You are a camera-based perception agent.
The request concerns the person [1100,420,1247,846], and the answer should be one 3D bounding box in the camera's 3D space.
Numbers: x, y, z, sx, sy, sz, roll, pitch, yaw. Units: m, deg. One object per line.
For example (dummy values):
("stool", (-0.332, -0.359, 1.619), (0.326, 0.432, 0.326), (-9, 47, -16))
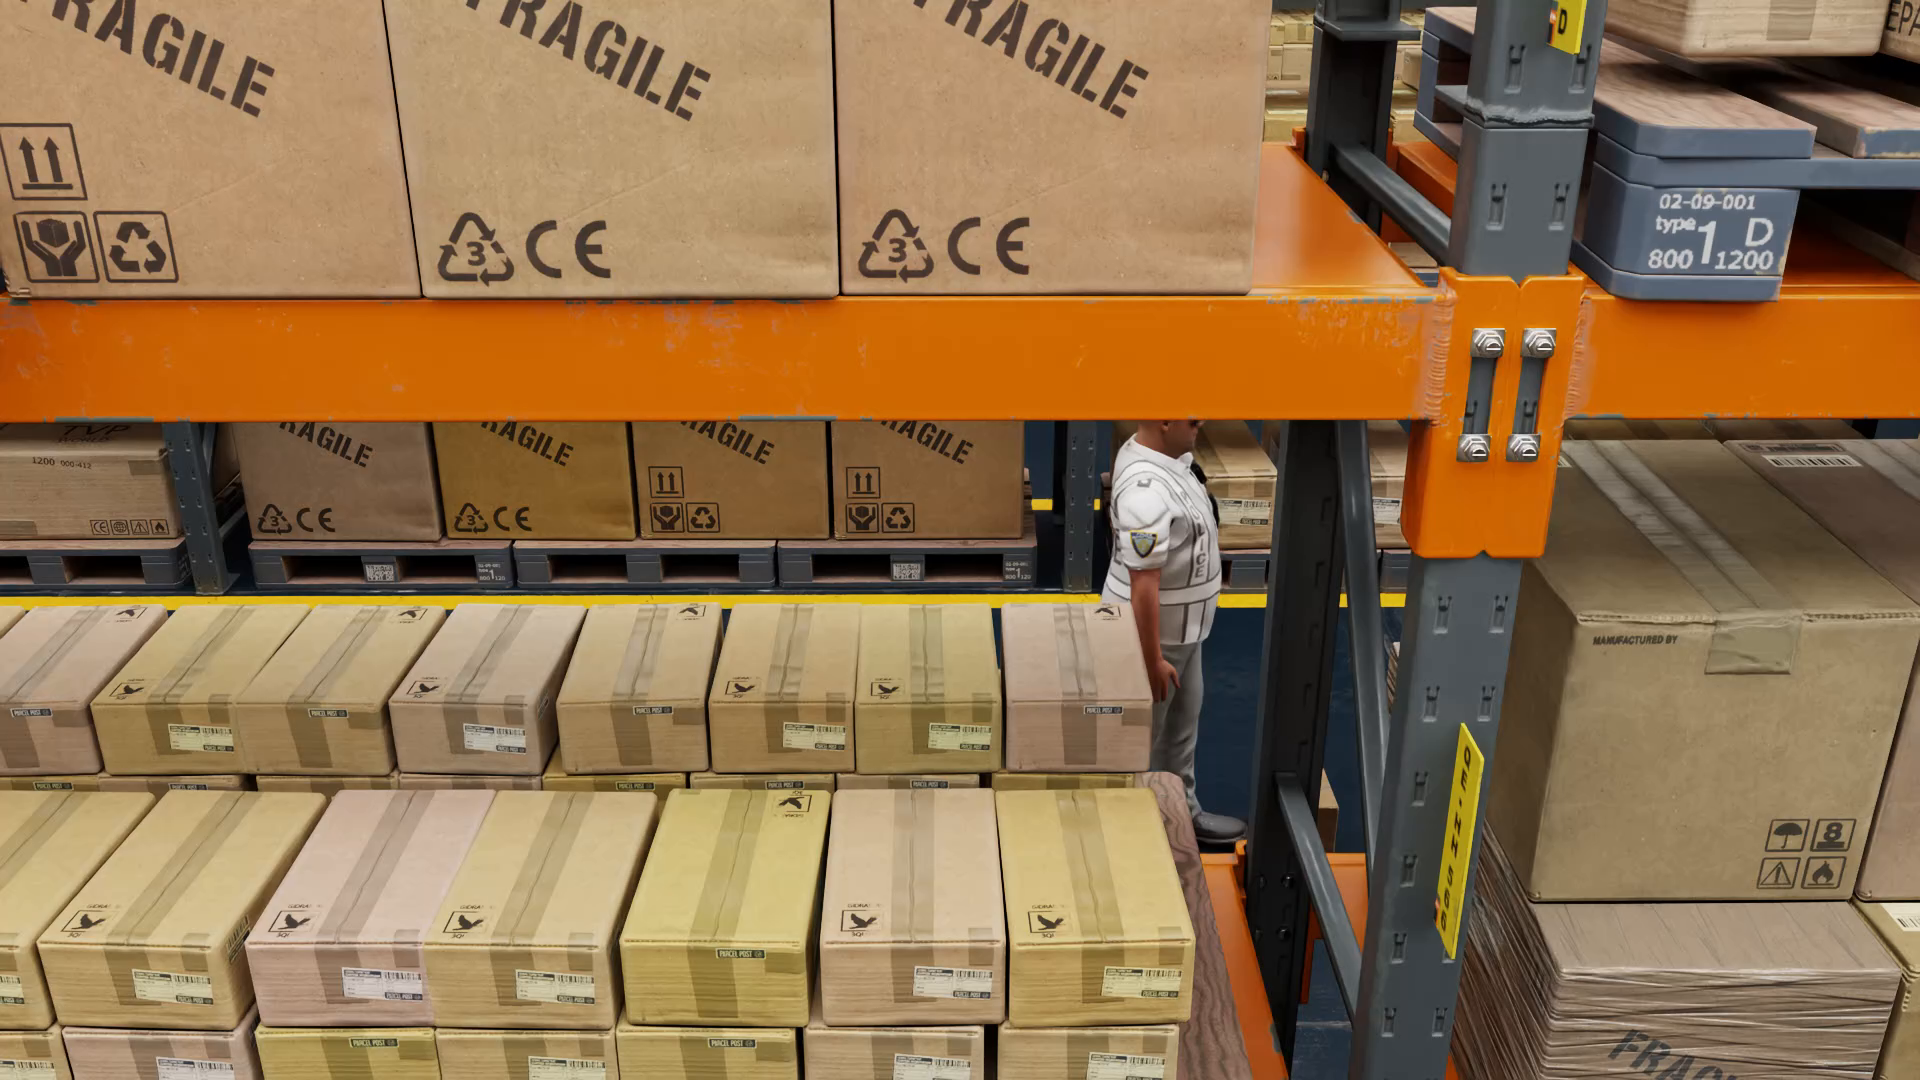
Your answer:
("person", (0.669, 0.280, 5.452), (0.650, 1.767, 0.555), (5, 24, 11))
